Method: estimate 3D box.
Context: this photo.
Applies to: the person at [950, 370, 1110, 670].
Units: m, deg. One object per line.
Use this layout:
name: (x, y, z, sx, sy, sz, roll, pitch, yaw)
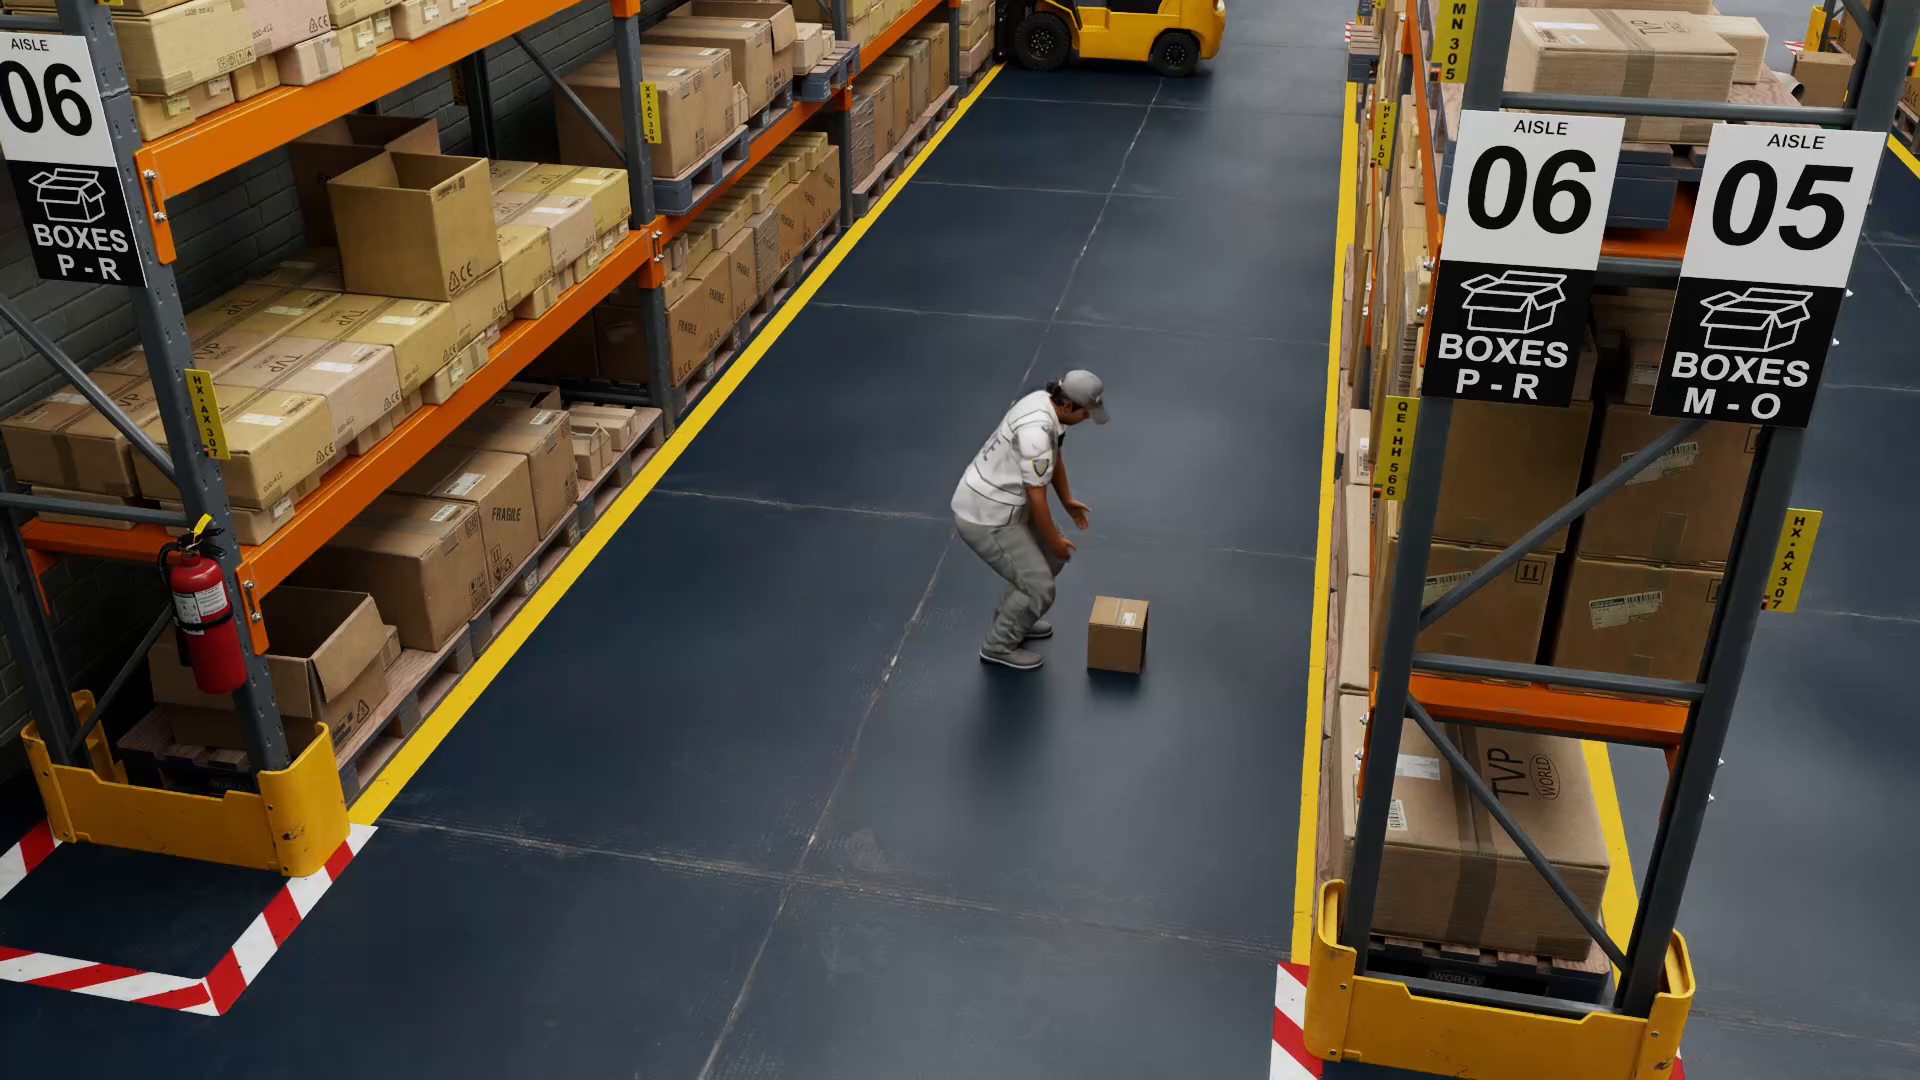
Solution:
person: (0.317, -0.128, 7.607, 0.691, 1.432, 0.532, 6, 30, 11)
